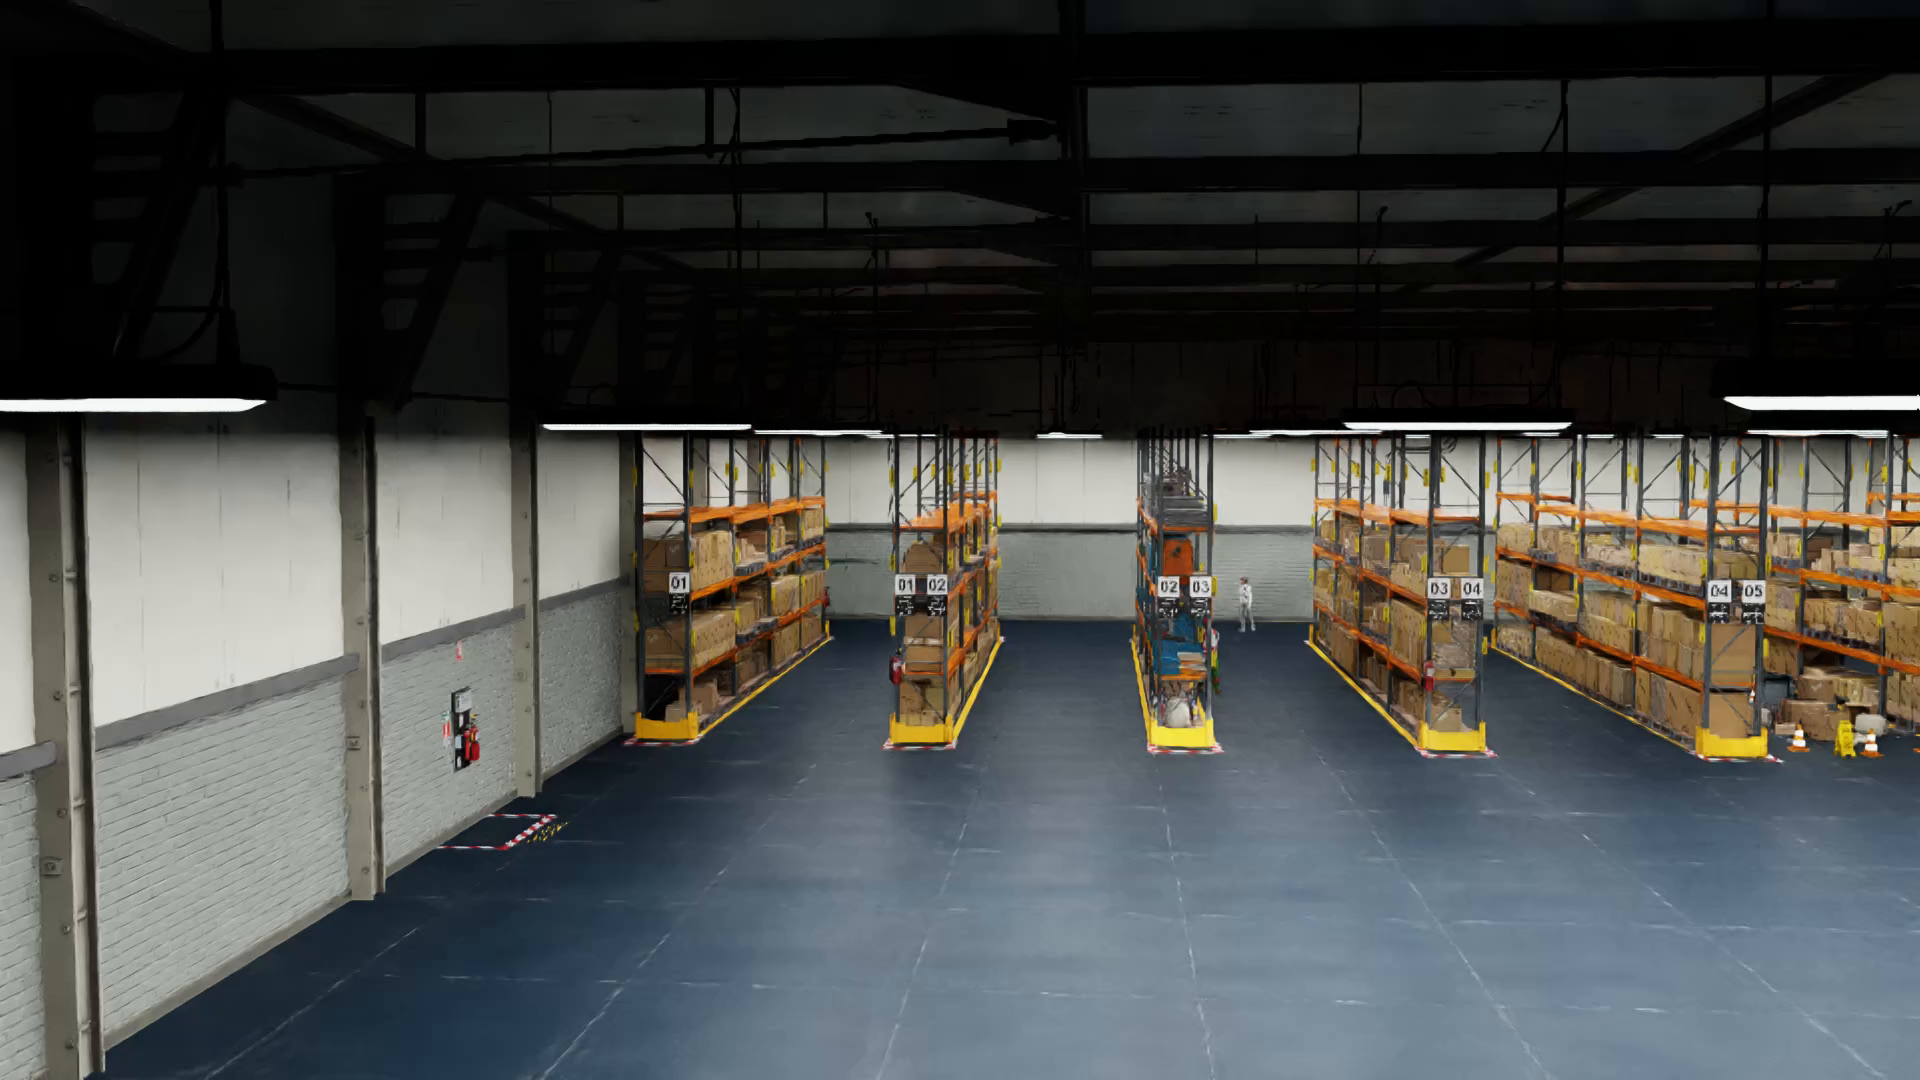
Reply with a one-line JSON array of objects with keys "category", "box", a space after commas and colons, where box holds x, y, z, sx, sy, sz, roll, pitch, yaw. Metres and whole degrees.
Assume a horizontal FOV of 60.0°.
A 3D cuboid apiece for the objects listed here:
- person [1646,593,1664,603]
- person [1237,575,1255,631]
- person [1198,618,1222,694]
[{"category": "person", "box": [20.106, 1.944, 48.108, 0.395, 1.760, 0.660, -2, 4, -28]}, {"category": "person", "box": [8.614, 1.893, 50.045, 0.555, 1.662, 0.507, -3, 4, -37]}, {"category": "person", "box": [5.610, 2.587, 37.601, 0.528, 1.727, 1.030, 0, 3, -4]}]
